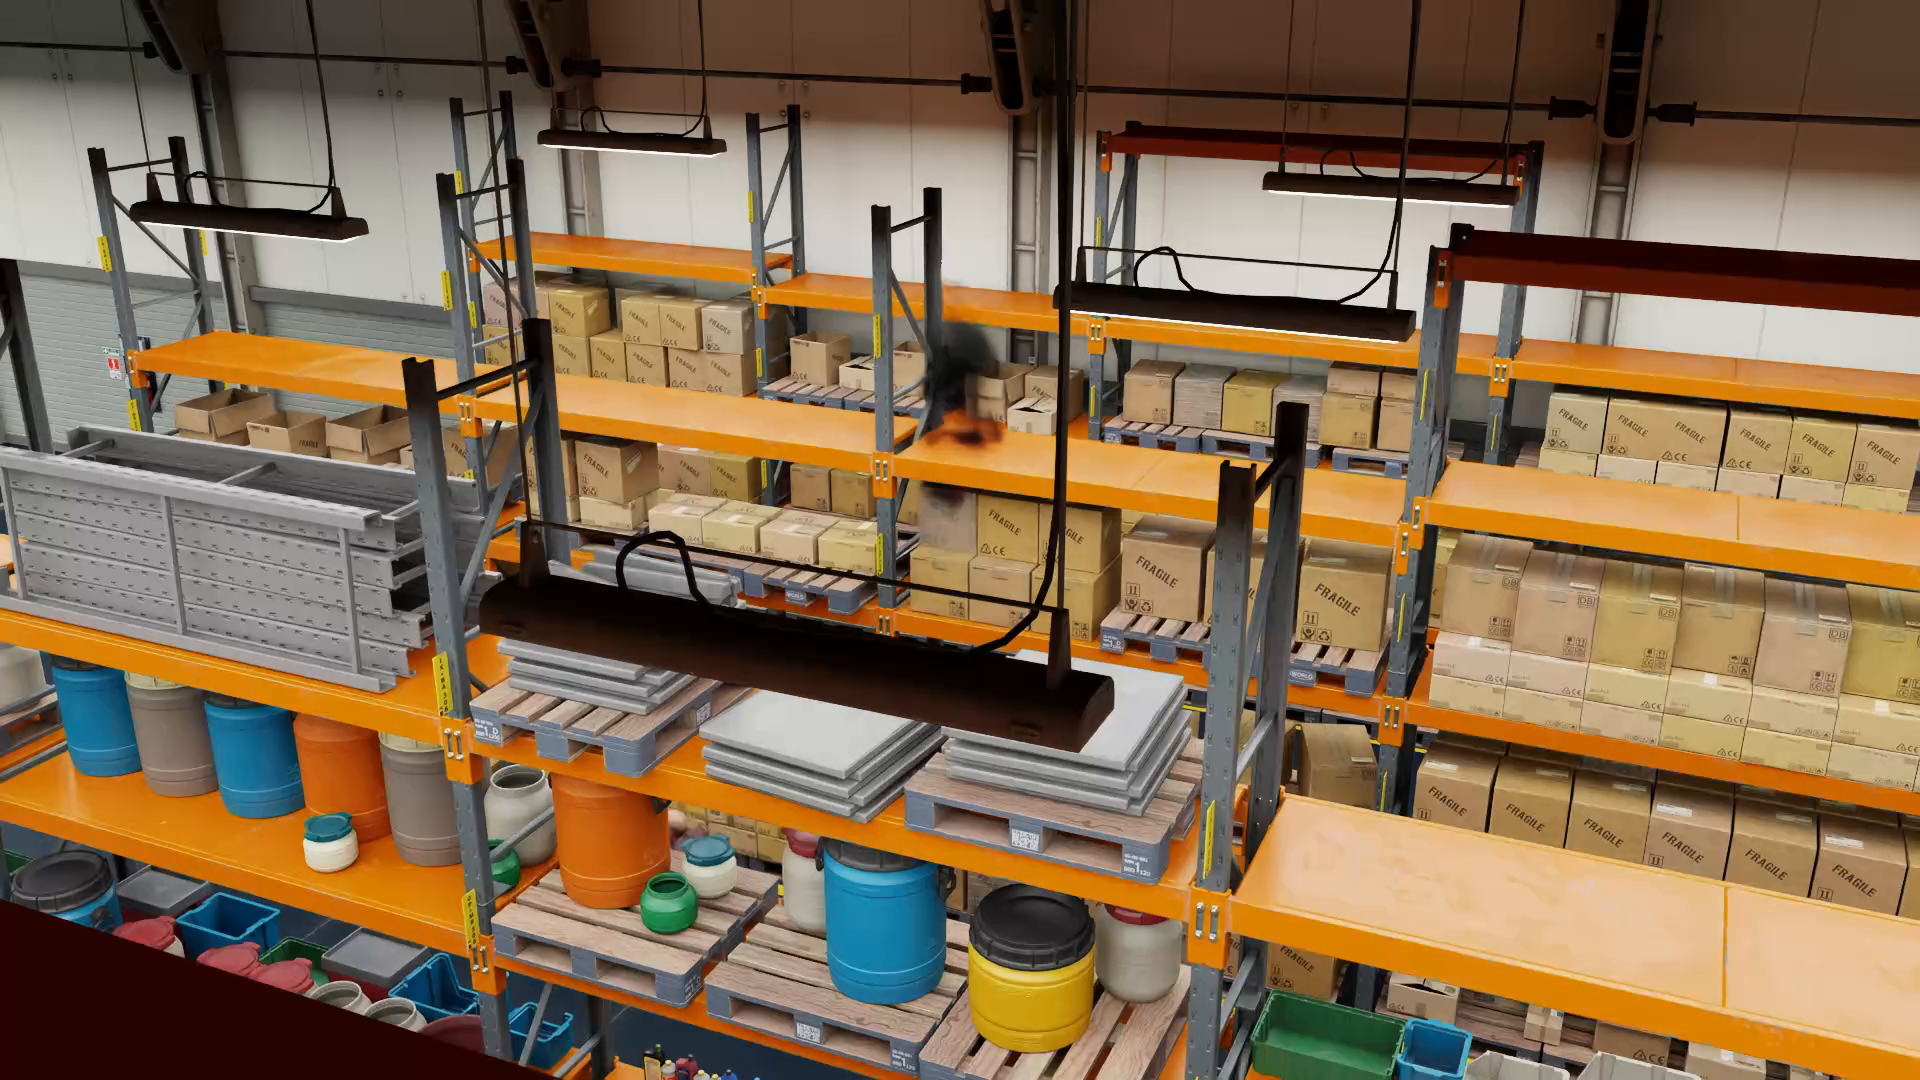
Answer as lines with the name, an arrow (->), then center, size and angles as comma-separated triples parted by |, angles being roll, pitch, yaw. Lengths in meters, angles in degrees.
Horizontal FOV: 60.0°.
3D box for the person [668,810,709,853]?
person -> -2.032, 2.857, 12.696 | 0.754, 1.728, 0.701 | 7, 22, 18
